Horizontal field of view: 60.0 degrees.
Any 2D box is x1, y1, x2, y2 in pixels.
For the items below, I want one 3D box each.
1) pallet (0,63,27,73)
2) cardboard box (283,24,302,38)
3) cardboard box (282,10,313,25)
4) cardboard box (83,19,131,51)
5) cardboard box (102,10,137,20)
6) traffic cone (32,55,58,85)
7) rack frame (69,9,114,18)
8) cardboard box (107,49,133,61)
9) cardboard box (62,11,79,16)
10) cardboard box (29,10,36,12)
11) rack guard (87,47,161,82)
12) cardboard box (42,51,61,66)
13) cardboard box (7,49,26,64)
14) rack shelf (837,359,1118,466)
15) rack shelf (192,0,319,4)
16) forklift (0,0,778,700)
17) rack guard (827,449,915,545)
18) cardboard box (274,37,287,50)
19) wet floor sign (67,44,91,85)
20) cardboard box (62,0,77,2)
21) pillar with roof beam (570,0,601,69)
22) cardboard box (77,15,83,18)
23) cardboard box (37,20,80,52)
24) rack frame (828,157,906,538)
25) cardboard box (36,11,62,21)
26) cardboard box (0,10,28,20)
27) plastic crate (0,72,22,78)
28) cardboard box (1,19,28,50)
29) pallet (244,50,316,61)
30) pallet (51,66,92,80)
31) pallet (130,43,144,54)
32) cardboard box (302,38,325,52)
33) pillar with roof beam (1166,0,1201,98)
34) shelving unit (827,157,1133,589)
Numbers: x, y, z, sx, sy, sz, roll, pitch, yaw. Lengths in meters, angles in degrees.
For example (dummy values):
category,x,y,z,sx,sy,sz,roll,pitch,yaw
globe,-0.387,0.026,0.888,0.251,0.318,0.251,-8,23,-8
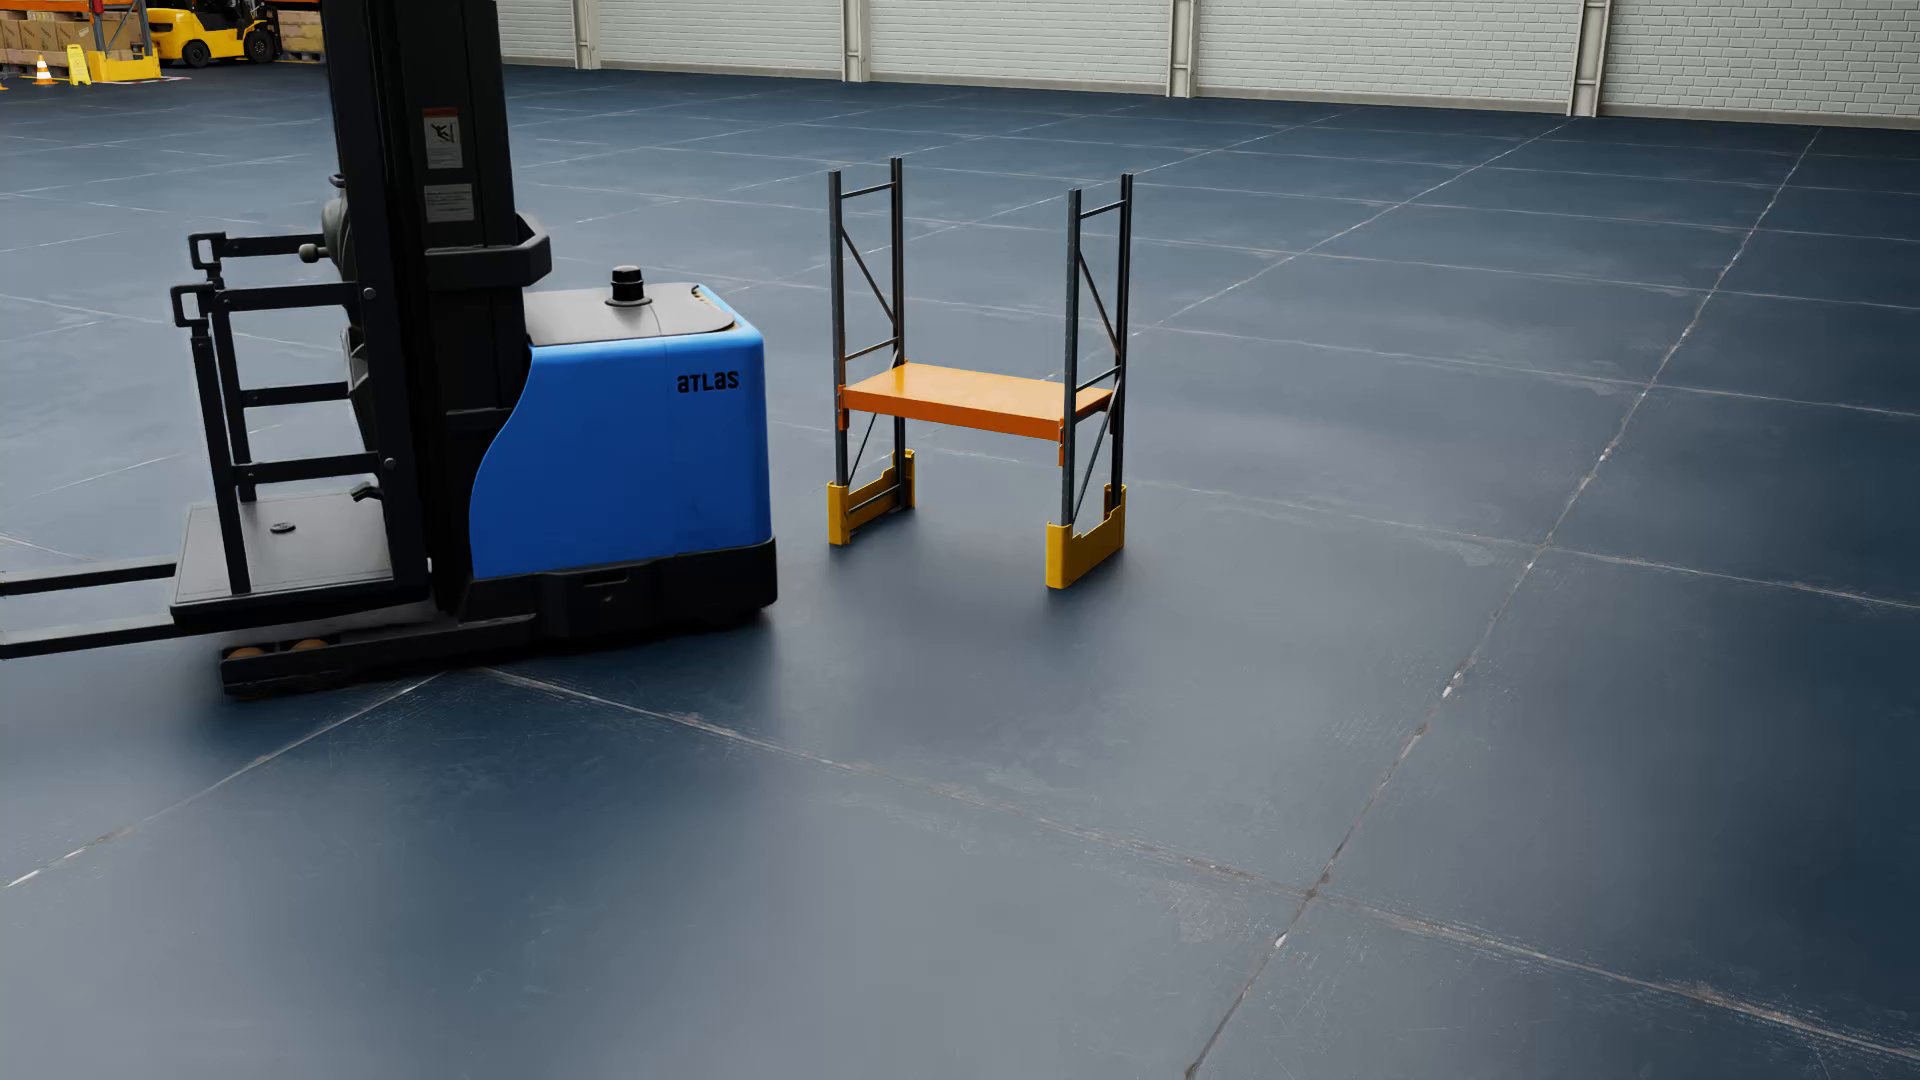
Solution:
category,x,y,z,sx,sy,sz,roll,pitch,yaw
pallet,-17.398,-8.717,30.586,1.213,0.211,1.003,11,23,27
cardboard box,-13.102,-10.156,33.148,0.500,0.250,0.500,11,22,27
cardboard box,-13.095,-10.384,33.042,0.500,0.250,0.500,11,23,28
cardboard box,-15.100,-8.941,29.432,0.500,0.500,0.500,10,22,26
cardboard box,-17.964,-11.139,36.042,0.625,0.625,0.875,12,23,29
traffic cone,-15.514,-7.959,28.127,0.334,0.463,0.336,11,23,27
rack frame,-19.076,-12.272,36.299,0.127,3.000,1.000,11,23,27
cardboard box,-15.079,-8.585,29.550,0.500,0.250,0.500,11,22,27
cardboard box,-19.631,-11.606,36.561,0.250,0.149,0.380,10,22,25
cardboard box,-20.519,-11.798,37.090,0.250,0.149,0.380,10,22,26
rack guard,-14.576,-8.301,29.017,0.348,0.500,1.175,11,23,27
cardboard box,-15.795,-8.511,29.347,0.500,0.250,0.500,11,23,27
cardboard box,-16.682,-8.682,29.818,0.500,0.250,0.500,10,22,27
rack shelf,0.074,-0.522,6.632,1.000,0.185,0.538,11,23,27
rack shelf,-13.838,-10.936,33.671,4.000,0.370,1.077,11,23,27
forklift,-2.237,-1.060,5.490,3.031,2.935,1.130,-7,21,-19
rack guard,-0.368,-0.188,7.016,0.087,0.250,0.587,11,23,27
cardboard box,-13.518,-10.002,33.457,0.500,0.250,0.500,11,23,28
wet floor sign,-14.865,-8.007,27.992,0.267,0.644,0.232,-16,26,-38
cardboard box,-15.216,-9.353,28.619,0.250,0.149,0.380,10,22,27
pillar with roof beam,-9.122,-11.867,26.383,0.400,9.000,9.100,11,23,27
cardboard box,-19.550,-11.301,36.671,0.500,0.500,0.500,12,23,29
cardboard box,-15.793,-8.862,29.215,0.500,0.500,0.500,12,23,29
rack frame,-0.369,-0.775,6.803,0.032,1.500,0.500,11,23,27
cardboard box,-15.907,-9.165,29.099,0.250,0.149,0.380,11,23,28
cardboard box,-16.852,-9.345,29.594,0.250,0.149,0.380,12,23,30
plastic crate,-17.031,-8.251,29.495,0.583,0.080,0.402,3,20,9
cardboard box,-16.693,-9.035,29.692,0.500,0.500,0.500,12,23,30
pallet,-13.841,-9.949,33.983,1.213,0.211,1.003,11,23,27
pallet,-15.268,-8.311,29.467,1.213,0.211,1.003,11,23,27
pallet,-17.315,-10.610,35.804,1.213,0.211,1.003,11,23,27
cardboard box,-12.656,-9.831,32.984,0.500,0.250,0.500,11,23,28
pillar with roof beam,1.355,-9.871,20.882,0.400,9.000,9.100,11,23,27
shelving unit,0.067,-0.692,6.574,1.083,1.500,0.587,11,23,27
